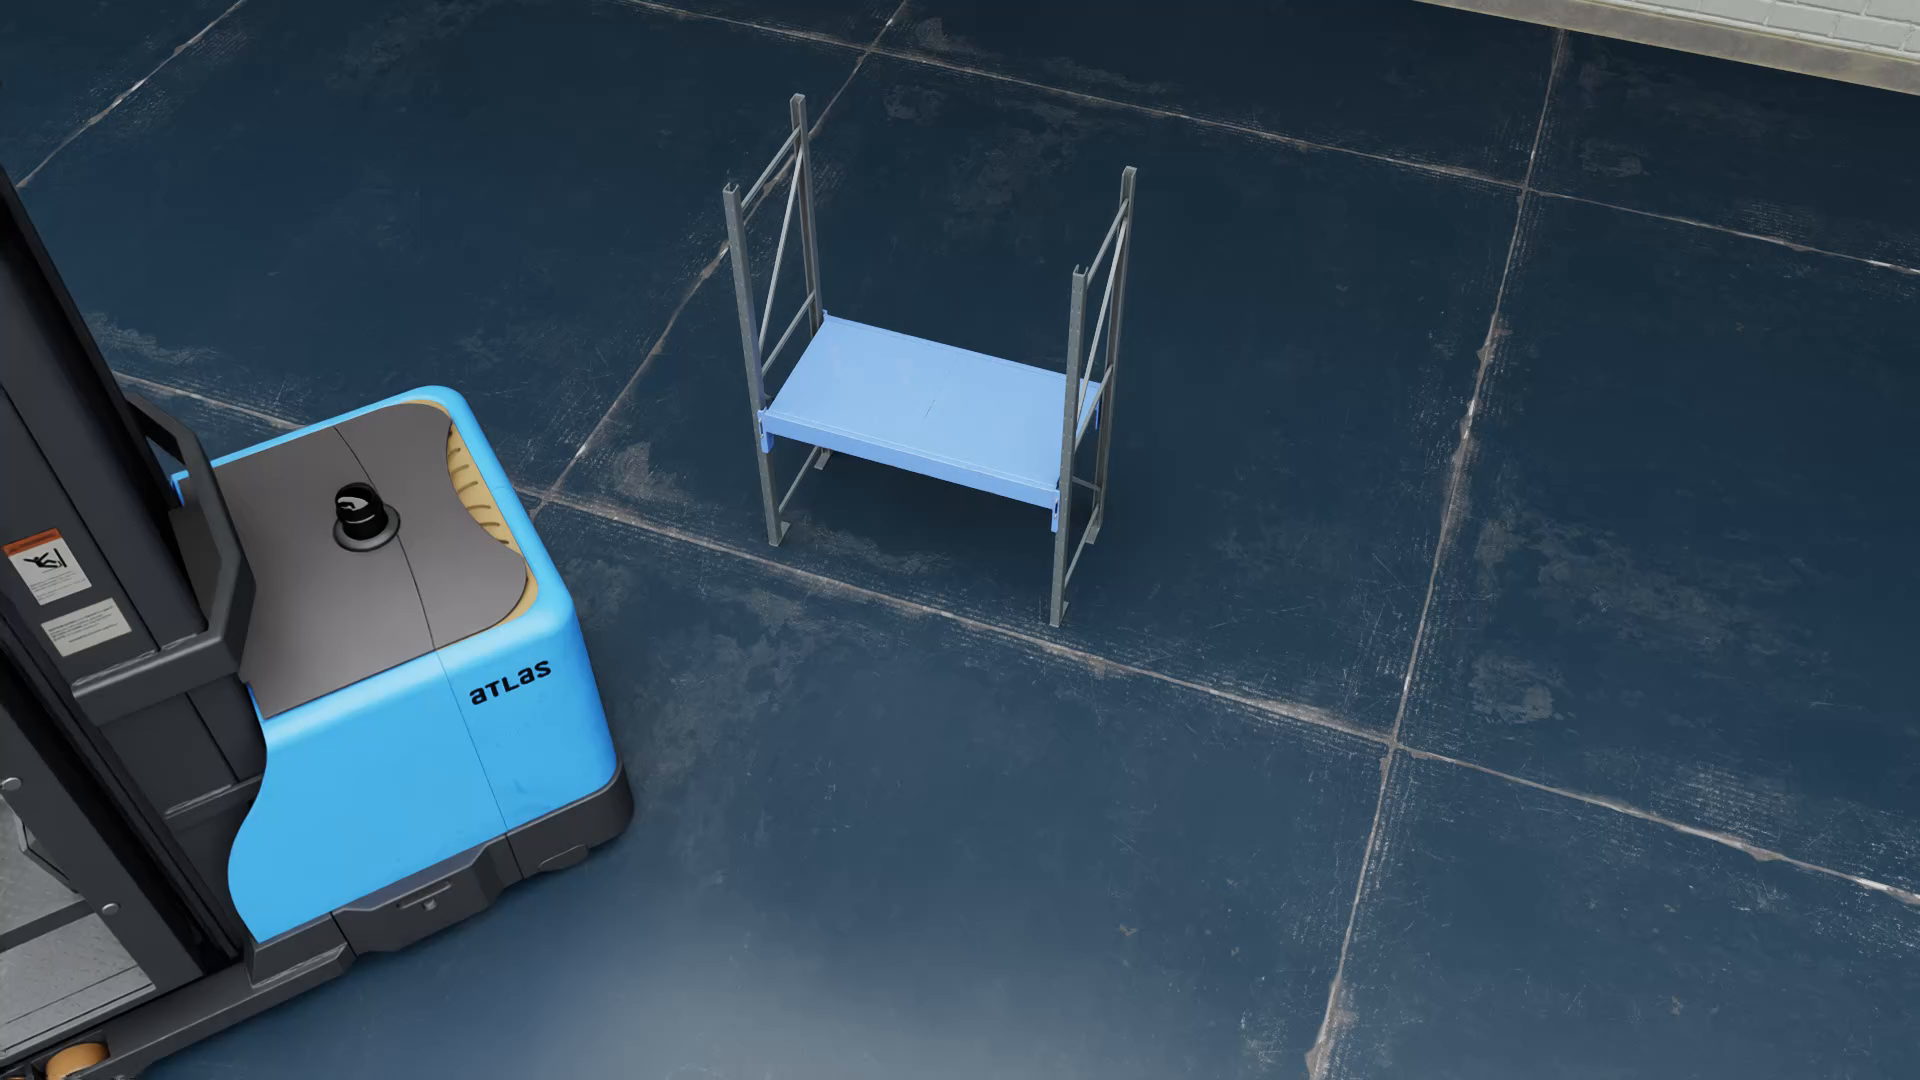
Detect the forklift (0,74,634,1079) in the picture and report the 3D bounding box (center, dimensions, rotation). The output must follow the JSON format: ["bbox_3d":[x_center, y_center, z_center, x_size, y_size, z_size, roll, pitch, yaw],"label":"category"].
[{"bbox_3d":[-2.508,0.149,3.681,3.031,2.935,1.130,-23,53,-19],"label":"forklift"}]

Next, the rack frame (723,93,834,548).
[{"bbox_3d":[-0.557,-0.647,5.318,0.032,1.500,0.500,16,51,13],"label":"rack frame"}]

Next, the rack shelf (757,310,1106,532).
[{"bbox_3d":[-0.080,-0.396,5.339,1.000,0.185,0.538,16,51,13],"label":"rack shelf"}]

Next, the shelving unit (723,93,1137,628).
[{"bbox_3d":[-0.080,-0.514,5.203,1.048,1.500,0.538,16,51,13],"label":"shelving unit"}]

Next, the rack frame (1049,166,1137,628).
[{"bbox_3d":[0.397,-0.380,5.087,0.032,1.500,0.500,16,51,13],"label":"rack frame"}]
